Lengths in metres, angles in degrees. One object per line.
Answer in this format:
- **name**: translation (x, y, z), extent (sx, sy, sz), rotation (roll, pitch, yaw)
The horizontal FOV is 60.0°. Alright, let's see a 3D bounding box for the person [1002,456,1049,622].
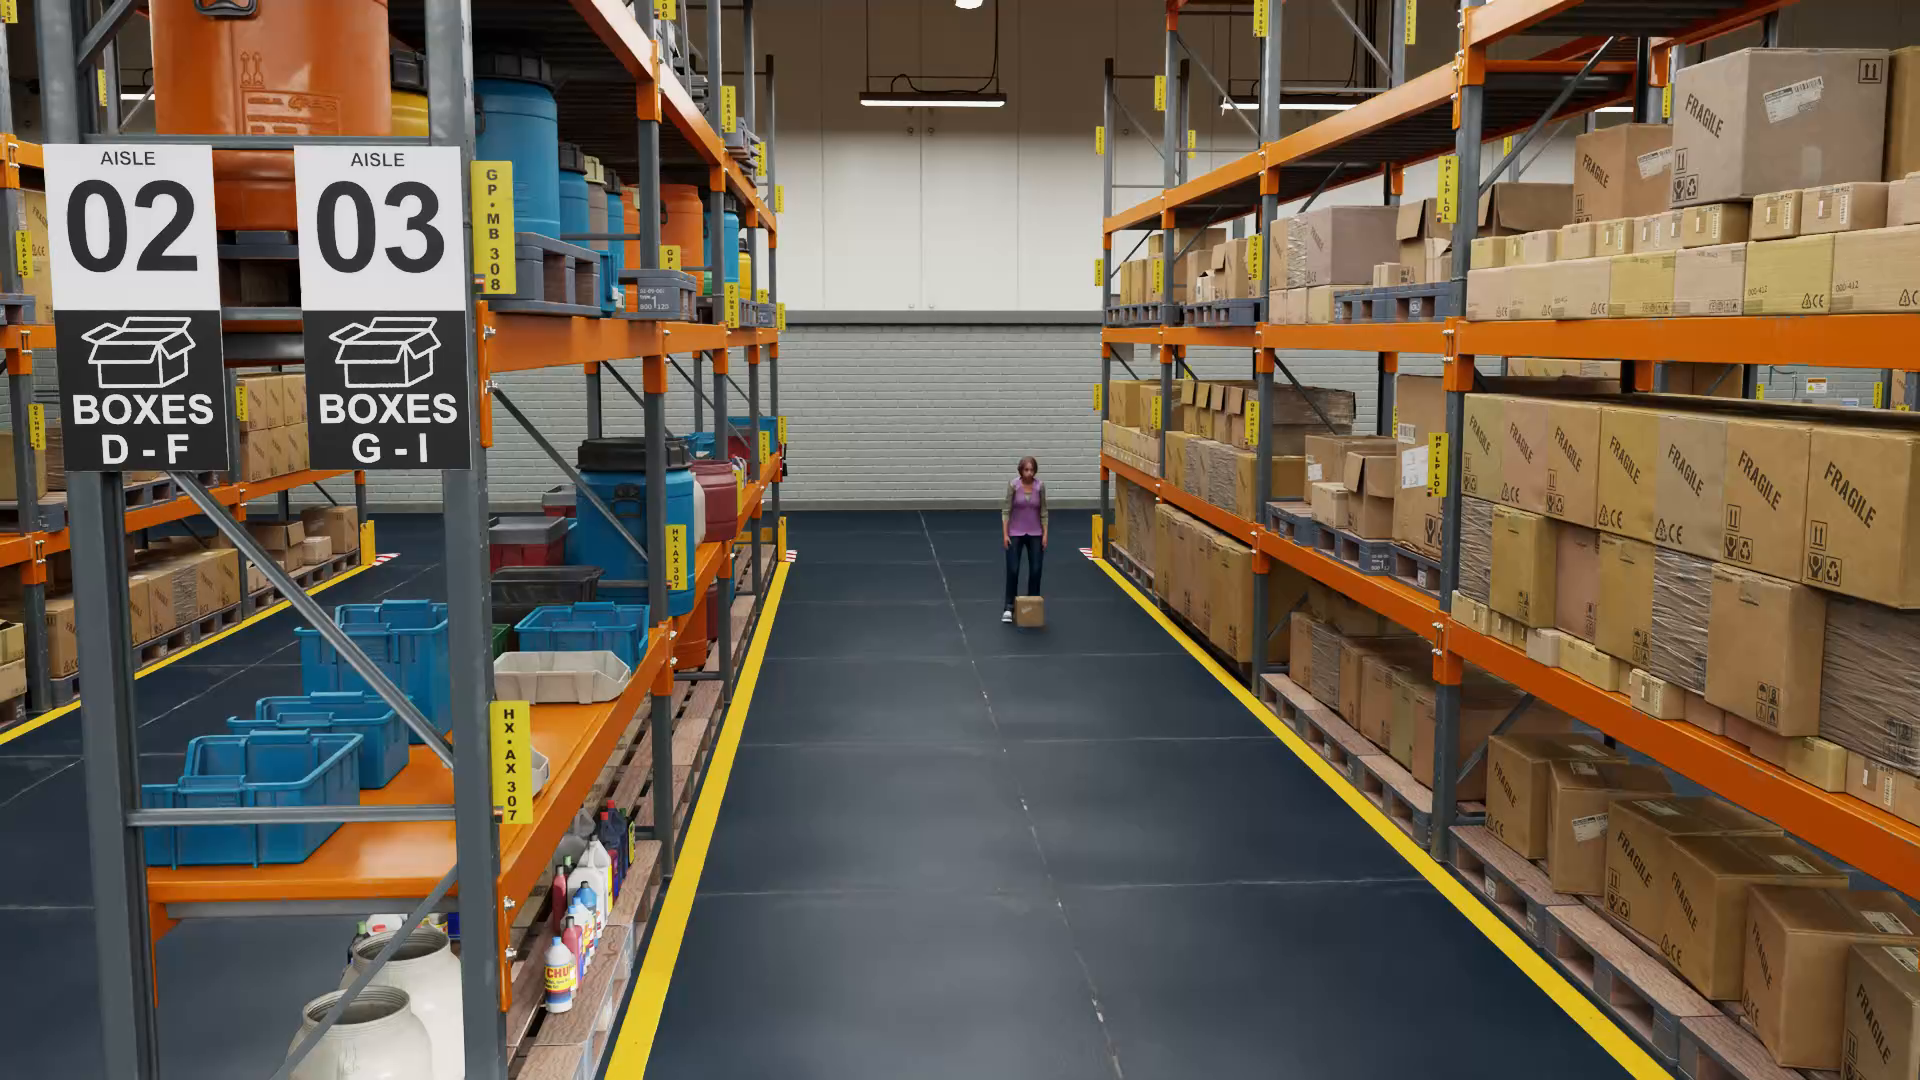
- **person**: translation (0.625, -0.017, 15.939), extent (0.462, 1.593, 0.341), rotation (-1, 7, -6)
